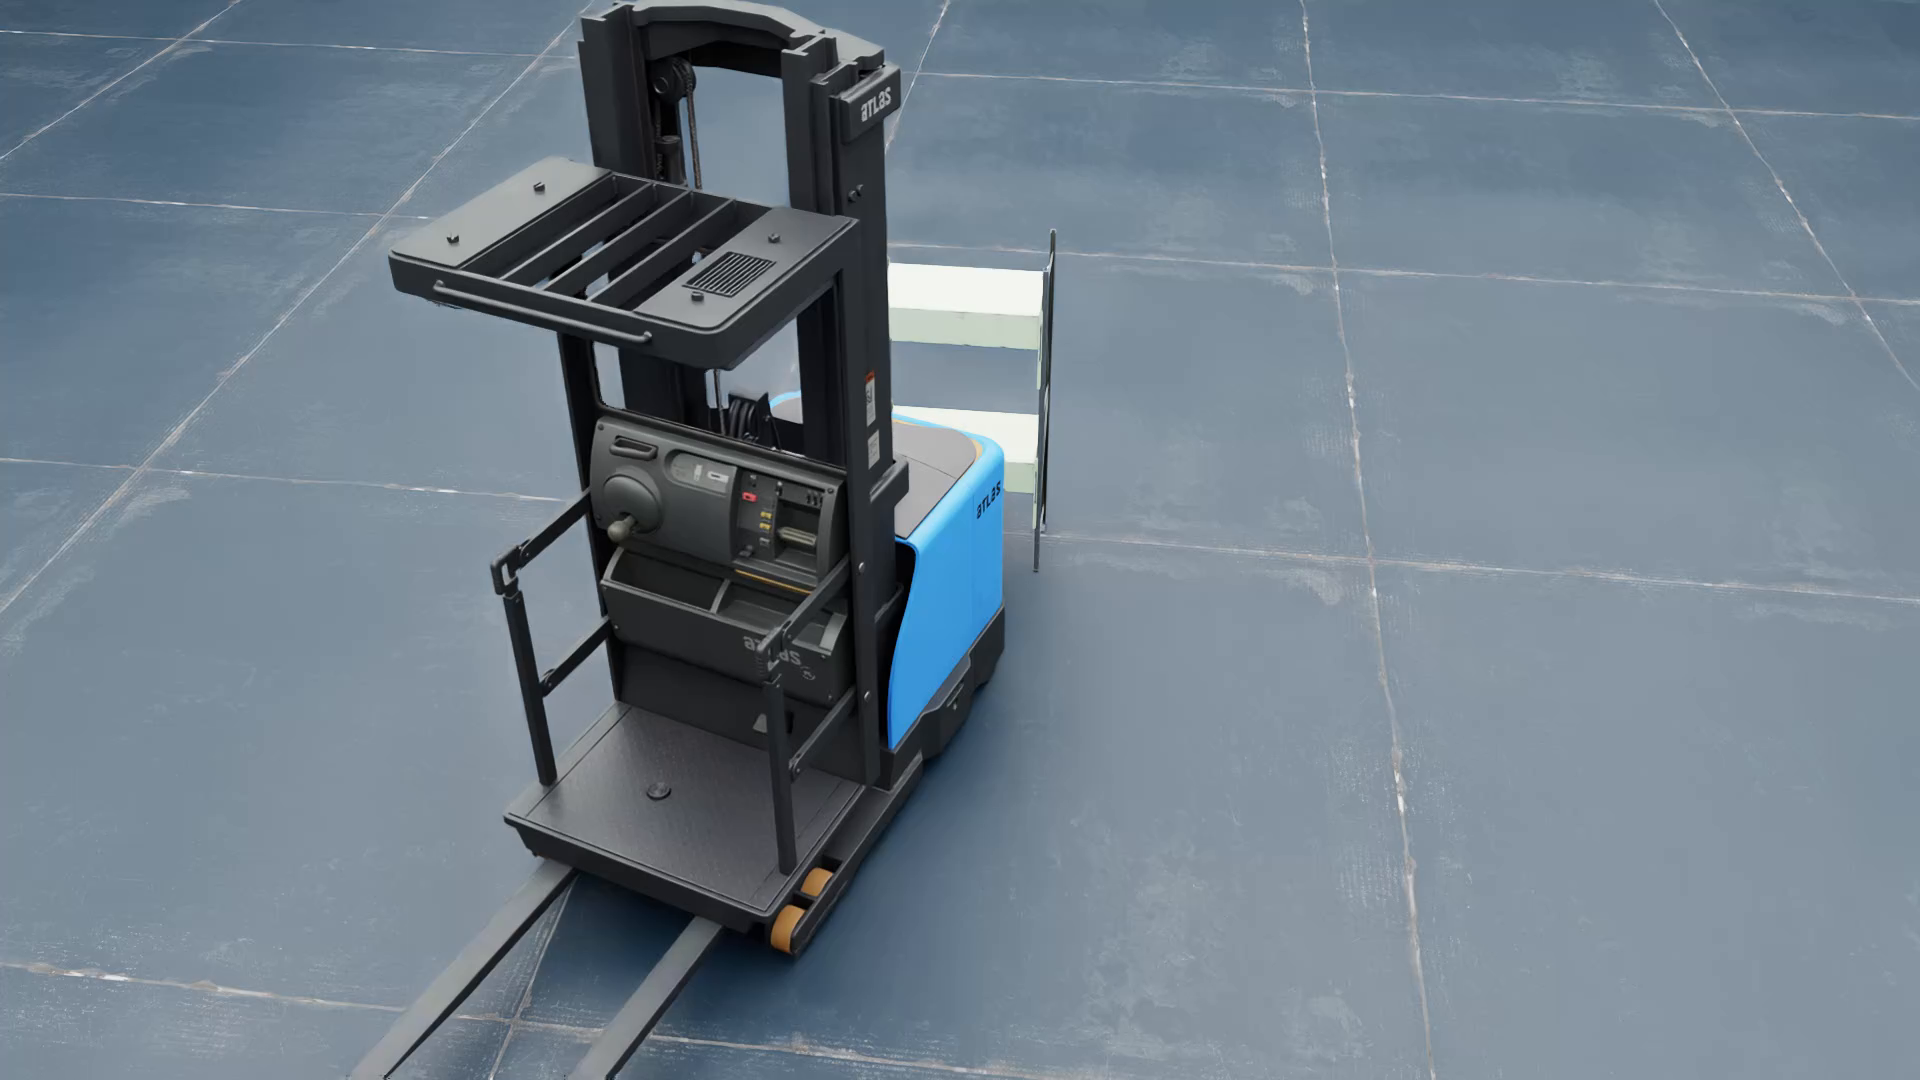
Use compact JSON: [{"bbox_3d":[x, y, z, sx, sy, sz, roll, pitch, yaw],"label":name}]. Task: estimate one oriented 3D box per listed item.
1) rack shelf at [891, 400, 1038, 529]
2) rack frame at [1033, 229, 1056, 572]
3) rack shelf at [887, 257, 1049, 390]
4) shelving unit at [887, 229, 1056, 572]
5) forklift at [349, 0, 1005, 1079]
[{"bbox_3d":[0.007,-0.345,7.503,0.720,0.370,0.431,4,36,6],"label":"rack shelf"},{"bbox_3d":[0.370,-0.583,7.276,0.023,1.500,0.400,4,36,6],"label":"rack frame"},{"bbox_3d":[0.007,-0.928,7.087,0.720,0.370,0.431,4,36,6],"label":"rack shelf"},{"bbox_3d":[0.007,-0.610,7.314,0.755,1.500,0.431,4,36,6],"label":"shelving unit"},{"bbox_3d":[-0.907,-0.057,5.307,1.130,2.935,3.031,16,38,21],"label":"forklift"}]
